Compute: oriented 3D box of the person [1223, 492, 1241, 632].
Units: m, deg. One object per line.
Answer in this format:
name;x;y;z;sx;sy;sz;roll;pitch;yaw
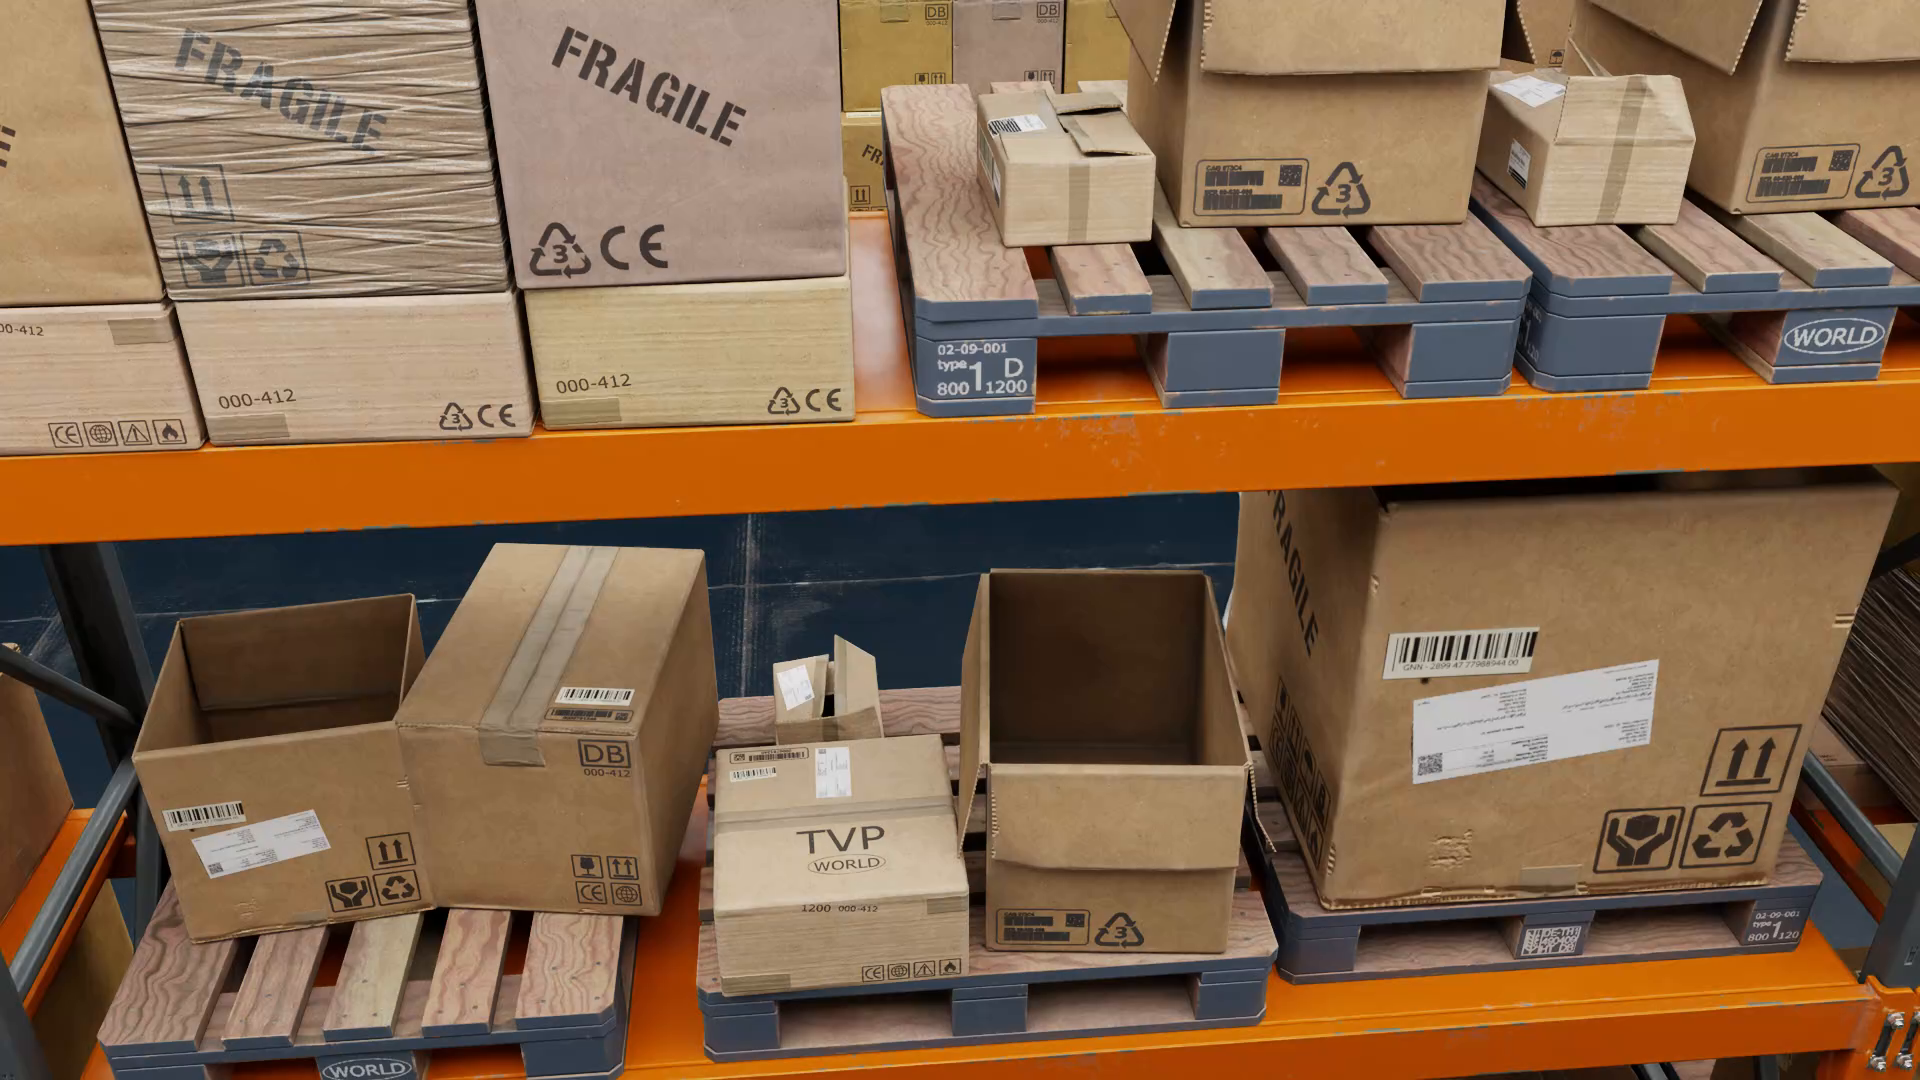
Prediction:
person;1.104;0.339;5.549;0.431;1.759;0.535;-2;31;-4
